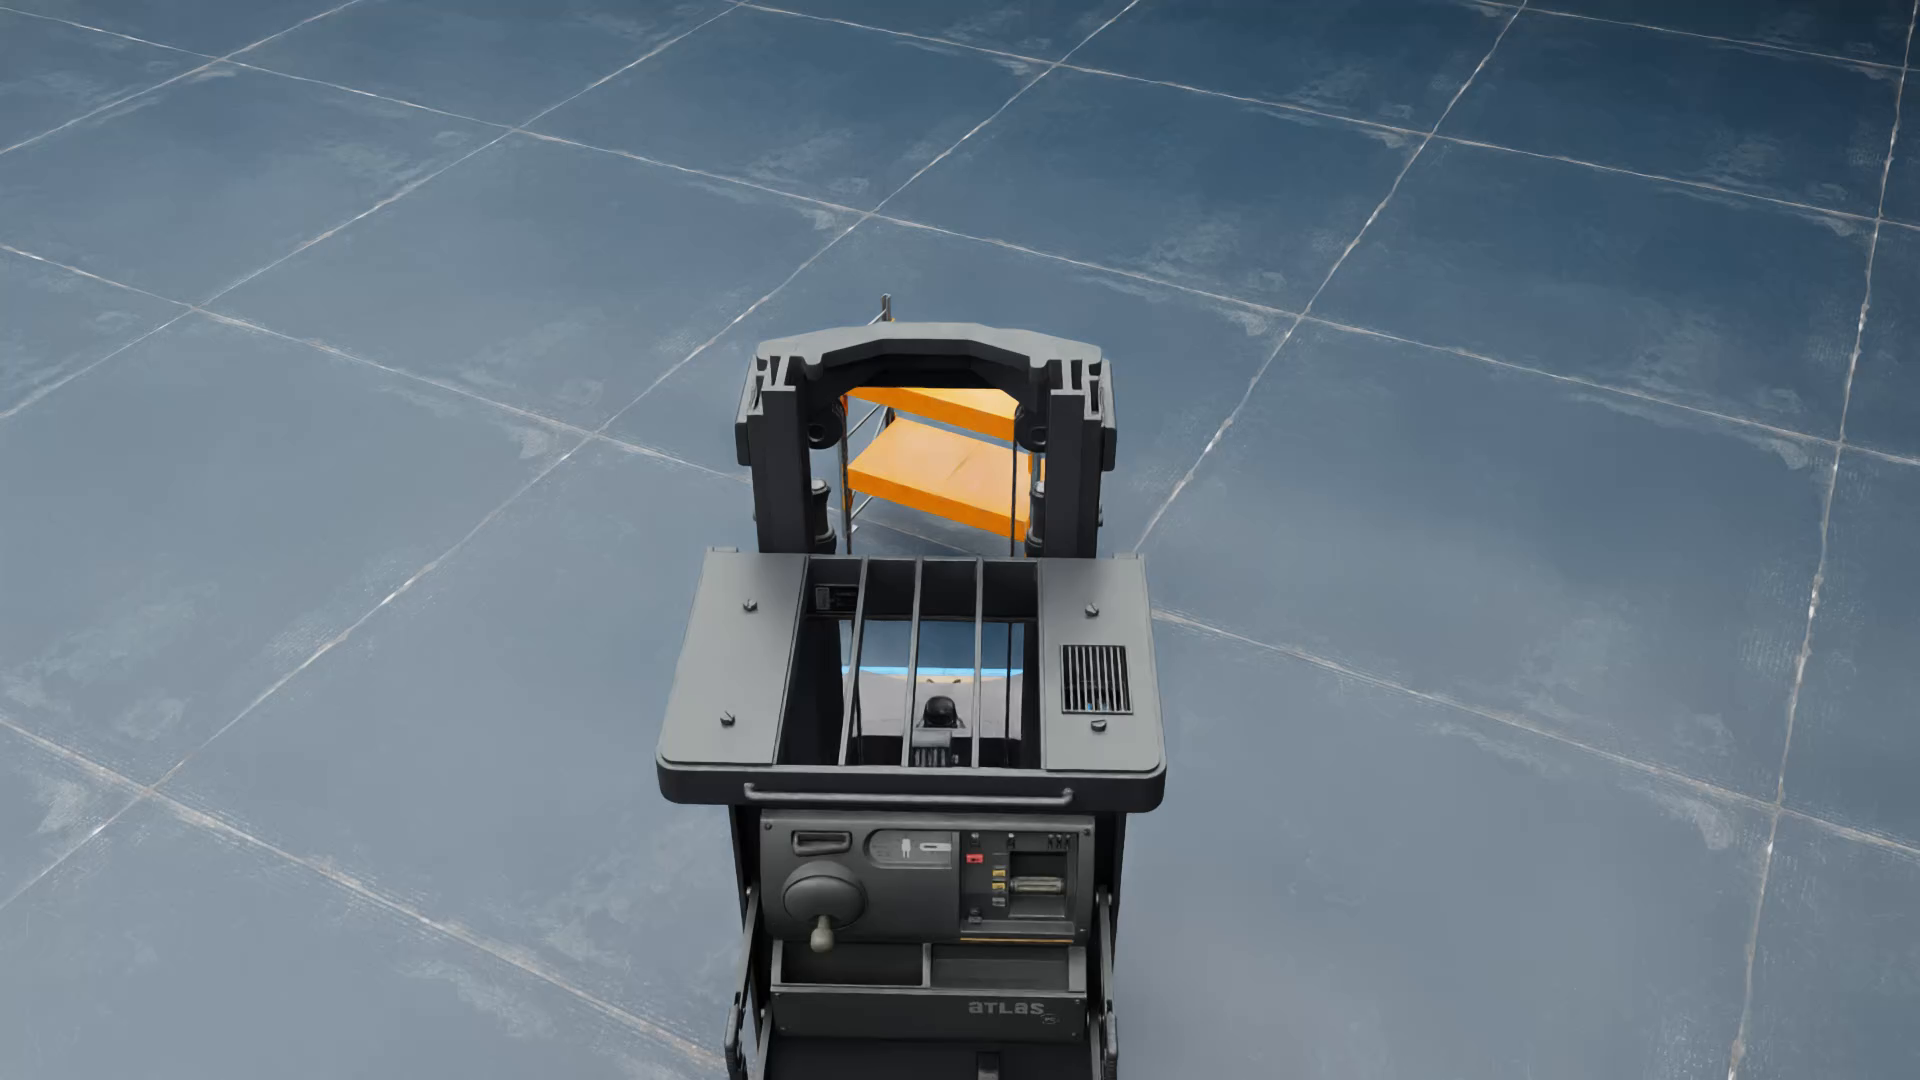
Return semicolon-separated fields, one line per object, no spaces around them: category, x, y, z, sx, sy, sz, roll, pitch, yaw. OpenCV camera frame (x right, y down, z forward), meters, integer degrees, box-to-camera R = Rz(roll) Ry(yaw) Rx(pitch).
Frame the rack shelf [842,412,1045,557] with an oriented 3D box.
rack shelf;-0.006;-0.255;8.060;1.000;0.278;0.538;17;41;21

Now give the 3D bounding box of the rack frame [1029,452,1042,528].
rack frame;0.445;-0.309;7.726;0.032;1.125;0.500;17;41;21

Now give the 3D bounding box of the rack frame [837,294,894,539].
rack frame;-0.457;-0.591;8.099;0.032;1.125;0.500;17;41;21

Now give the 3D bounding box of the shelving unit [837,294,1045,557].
shelving unit;-0.006;-0.450;7.912;1.048;1.125;0.538;17;41;21

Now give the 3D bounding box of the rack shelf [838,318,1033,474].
rack shelf;-0.006;-0.683;7.735;1.000;0.278;0.538;17;41;21

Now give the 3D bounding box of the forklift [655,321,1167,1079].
forklift;-0.095;1.027;4.473;1.130;2.935;3.031;1;37;1
